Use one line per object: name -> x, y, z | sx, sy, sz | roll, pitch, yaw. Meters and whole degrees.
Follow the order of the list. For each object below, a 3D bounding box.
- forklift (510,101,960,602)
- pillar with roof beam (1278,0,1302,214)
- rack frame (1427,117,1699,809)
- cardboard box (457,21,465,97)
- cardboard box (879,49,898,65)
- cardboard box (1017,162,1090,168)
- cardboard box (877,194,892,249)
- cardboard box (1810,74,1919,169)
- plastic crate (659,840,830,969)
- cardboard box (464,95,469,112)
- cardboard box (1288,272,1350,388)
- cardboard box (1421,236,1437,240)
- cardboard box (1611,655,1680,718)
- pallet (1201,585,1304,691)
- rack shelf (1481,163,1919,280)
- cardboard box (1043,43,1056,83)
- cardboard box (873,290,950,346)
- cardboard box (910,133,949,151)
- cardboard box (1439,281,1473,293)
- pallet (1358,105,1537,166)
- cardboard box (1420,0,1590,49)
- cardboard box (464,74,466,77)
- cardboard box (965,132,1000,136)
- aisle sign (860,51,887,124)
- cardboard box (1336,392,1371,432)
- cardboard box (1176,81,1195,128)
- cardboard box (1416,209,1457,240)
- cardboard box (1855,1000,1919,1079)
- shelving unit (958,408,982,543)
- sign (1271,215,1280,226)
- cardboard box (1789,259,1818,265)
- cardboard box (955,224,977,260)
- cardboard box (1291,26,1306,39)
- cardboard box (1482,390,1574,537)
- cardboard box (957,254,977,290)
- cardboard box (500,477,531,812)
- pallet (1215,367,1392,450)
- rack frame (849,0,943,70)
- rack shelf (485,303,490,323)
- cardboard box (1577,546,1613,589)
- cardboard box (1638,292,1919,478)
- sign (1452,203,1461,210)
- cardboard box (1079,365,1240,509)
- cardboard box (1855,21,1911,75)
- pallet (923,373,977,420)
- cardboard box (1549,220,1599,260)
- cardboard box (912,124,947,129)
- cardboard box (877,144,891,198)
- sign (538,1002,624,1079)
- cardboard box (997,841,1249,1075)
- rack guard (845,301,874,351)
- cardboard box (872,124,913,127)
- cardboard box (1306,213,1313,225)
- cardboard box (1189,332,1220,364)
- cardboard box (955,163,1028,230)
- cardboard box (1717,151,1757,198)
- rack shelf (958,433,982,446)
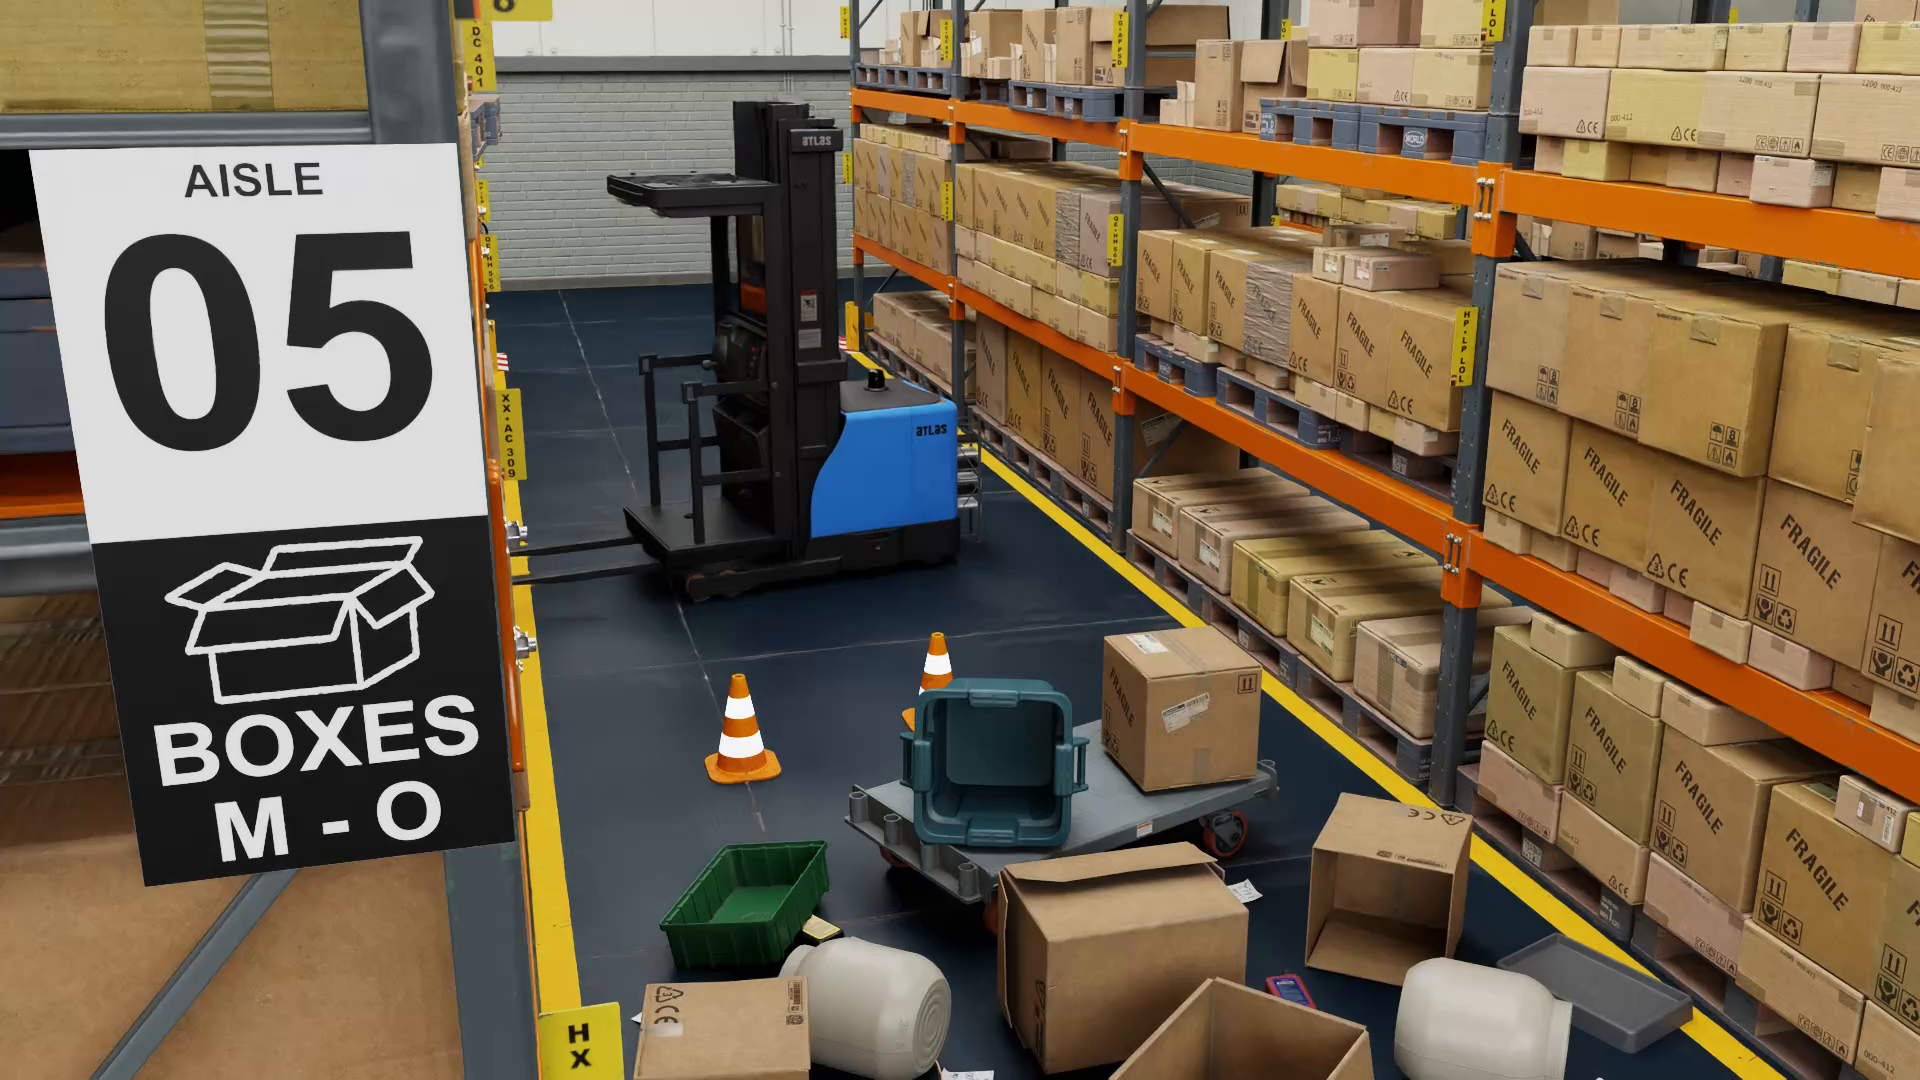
forklift -> -1.558, -1.199, 10.348 | 3.031, 2.935, 1.130 | -8, 18, -24
pillar with roof beam -> 0.080, -7.352, 20.285 | 9.100, 9.000, 0.400 | -5, 17, -15
rack frame -> 2.620, -0.289, 7.201 | 1.000, 3.000, 0.127 | -5, 17, -15
cardboard box -> -1.039, -0.814, 2.573 | 0.500, 0.250, 0.500 | -5, 17, -16
cardboard box -> -0.600, -4.855, 16.718 | 0.380, 0.149, 0.250 | -4, 17, -13
cardboard box -> 0.786, -2.925, 14.064 | 0.500, 0.500, 0.500 | -4, 17, -13
cardboard box -> -0.534, -3.221, 16.788 | 0.500, 0.500, 0.500 | -5, 17, -16
cardboard box -> 2.894, -1.232, 4.870 | 0.500, 0.250, 0.500 | -5, 17, -15
plastic crate -> -0.804, 1.394, 6.386 | 0.450, 0.188, 0.662 | -6, 15, 16
cardboard box -> -1.007, -0.659, 2.750 | 0.380, 0.149, 0.250 | -5, 17, -15
cardboard box -> 1.999, -1.071, 8.381 | 0.500, 0.500, 0.500 | -4, 17, -13
cardboard box -> 4.770, -2.914, 16.375 | 0.380, 0.149, 0.250 | -4, 17, -14
cardboard box -> 2.642, 0.523, 6.117 | 0.380, 0.149, 0.250 | -4, 17, -13
pallet -> 2.066, 0.493, 9.444 | 1.003, 0.211, 1.213 | -5, 17, -15
rack shelf -> 3.170, -0.828, 5.031 | 1.077, 0.370, 4.000 | -5, 17, -15
cardboard box -> 0.806, -3.322, 11.588 | 0.396, 0.266, 0.258 | -5, 17, -17
cardboard box -> -0.400, -2.408, 17.978 | 0.875, 0.438, 0.875 | -5, 18, -17
cardboard box -> -0.260, -3.758, 15.710 | 0.380, 0.149, 0.250 | -5, 17, -16
cardboard box -> 2.629, -0.972, 8.052 | 0.500, 0.500, 0.500 | -5, 17, -15
pallet -> 2.553, -1.815, 7.393 | 1.213, 0.211, 1.003 | -5, 17, -15
cardboard box -> 2.338, -2.245, 7.159 | 0.500, 0.250, 0.500 | -4, 17, -14
cardboard box -> -1.492, -1.148, 4.379 | 0.380, 0.149, 0.250 | -5, 17, -15
cardboard box -> 0.185, -3.797, 15.838 | 0.380, 0.149, 0.250 | -5, 17, -15
aisle sign -> -0.976, -4.851, 17.867 | 0.394, 0.787, 0.004 | -5, 17, -15
cardboard box -> 2.052, -0.633, 8.053 | 0.380, 0.149, 0.250 | -5, 17, -16
cardboard box -> 1.514, -2.597, 9.902 | 0.396, 0.266, 0.258 | -5, 17, -15
cardboard box -> 4.819, -3.088, 16.261 | 0.500, 0.250, 0.500 | -4, 17, -14
cardboard box -> 3.104, 1.587, 5.005 | 0.500, 0.250, 0.500 | -5, 17, -15
shelving unit -> -0.002, -0.433, 11.330 | 0.258, 0.900, 0.210 | -5, 17, -15
sign -> 2.040, -1.958, 10.881 | 0.100, 0.325, 0.005 | -5, 17, -15
cardboard box -> 6.097, -2.036, 11.716 | 0.380, 0.149, 0.250 | -4, 17, -14
cardboard box -> 0.271, -2.526, 14.038 | 0.500, 0.250, 0.500 | -5, 17, -17
cardboard box -> 3.974, -5.606, 18.562 | 0.500, 0.250, 0.500 | -5, 17, -16
cardboard box -> 2.473, -0.336, 6.665 | 0.500, 0.500, 0.500 | -5, 17, -15
cardboard box -> 0.289, -2.288, 14.115 | 0.500, 0.250, 0.500 | -5, 17, -17
cardboard box -> -1.340, 0.231, 3.330 | 0.875, 0.550, 0.550 | -5, 17, -15
pallet -> 2.104, -0.760, 9.100 | 1.003, 0.211, 1.213 | -5, 17, -15
rack frame -> -0.678, -6.482, 17.388 | 1.000, 3.000, 0.127 | -5, 17, -15
rack shelf -> -4.860, -2.291, 15.117 | 1.077, 0.370, 4.000 | -5, 17, -15
cardboard box -> 2.620, 0.080, 6.407 | 0.380, 0.149, 0.250 | -5, 17, -16
cardboard box -> 2.764, -0.536, 5.592 | 0.700, 0.500, 0.500 | -5, 17, -16
sign -> 4.673, -3.265, 15.603 | 0.100, 0.325, 0.005 | -5, 17, -15
cardboard box -> 1.411, -0.777, 11.788 | 0.875, 0.875, 0.875 | -5, 17, -16
cardboard box -> 2.900, -1.451, 4.905 | 0.380, 0.149, 0.250 | -4, 17, -14
pallet -> 0.288, -1.383, 15.690 | 1.003, 0.211, 1.213 | -5, 17, -15
cardboard box -> 5.469, -2.633, 14.099 | 0.700, 0.500, 0.500 | -5, 17, -16
cardboard box -> -0.294, -4.294, 17.494 | 0.380, 0.149, 0.250 | -4, 17, -14
cardboard box -> -0.522, -3.696, 16.630 | 0.500, 0.500, 0.500 | -5, 17, -16
sign -> -0.477, 0.742, 2.126 | 0.100, 0.325, 0.005 | -5, 17, -15
cardboard box -> 0.537, 1.404, 5.667 | 0.797, 0.637, 0.503 | -5, 17, -15
rack guard -> -0.684, -2.418, 18.633 | 1.175, 0.500, 0.348 | -5, 17, -15
cardboard box -> -0.706, -4.259, 17.377 | 0.380, 0.149, 0.250 | -4, 17, -14
cardboard box -> 4.140, -3.632, 18.767 | 0.380, 0.149, 0.250 | -5, 17, -16
cardboard box -> 1.563, -1.134, 9.720 | 0.380, 0.149, 0.250 | -5, 17, -15
cardboard box -> 0.266, -2.884, 13.929 | 0.500, 0.500, 0.500 | -4, 17, -15
cardboard box -> 2.756, -1.216, 5.509 | 0.380, 0.149, 0.250 | -5, 18, -17
rack shelf -> -0.002, -0.660, 11.262 | 0.258, 0.077, 0.200 | -5, 17, -15
